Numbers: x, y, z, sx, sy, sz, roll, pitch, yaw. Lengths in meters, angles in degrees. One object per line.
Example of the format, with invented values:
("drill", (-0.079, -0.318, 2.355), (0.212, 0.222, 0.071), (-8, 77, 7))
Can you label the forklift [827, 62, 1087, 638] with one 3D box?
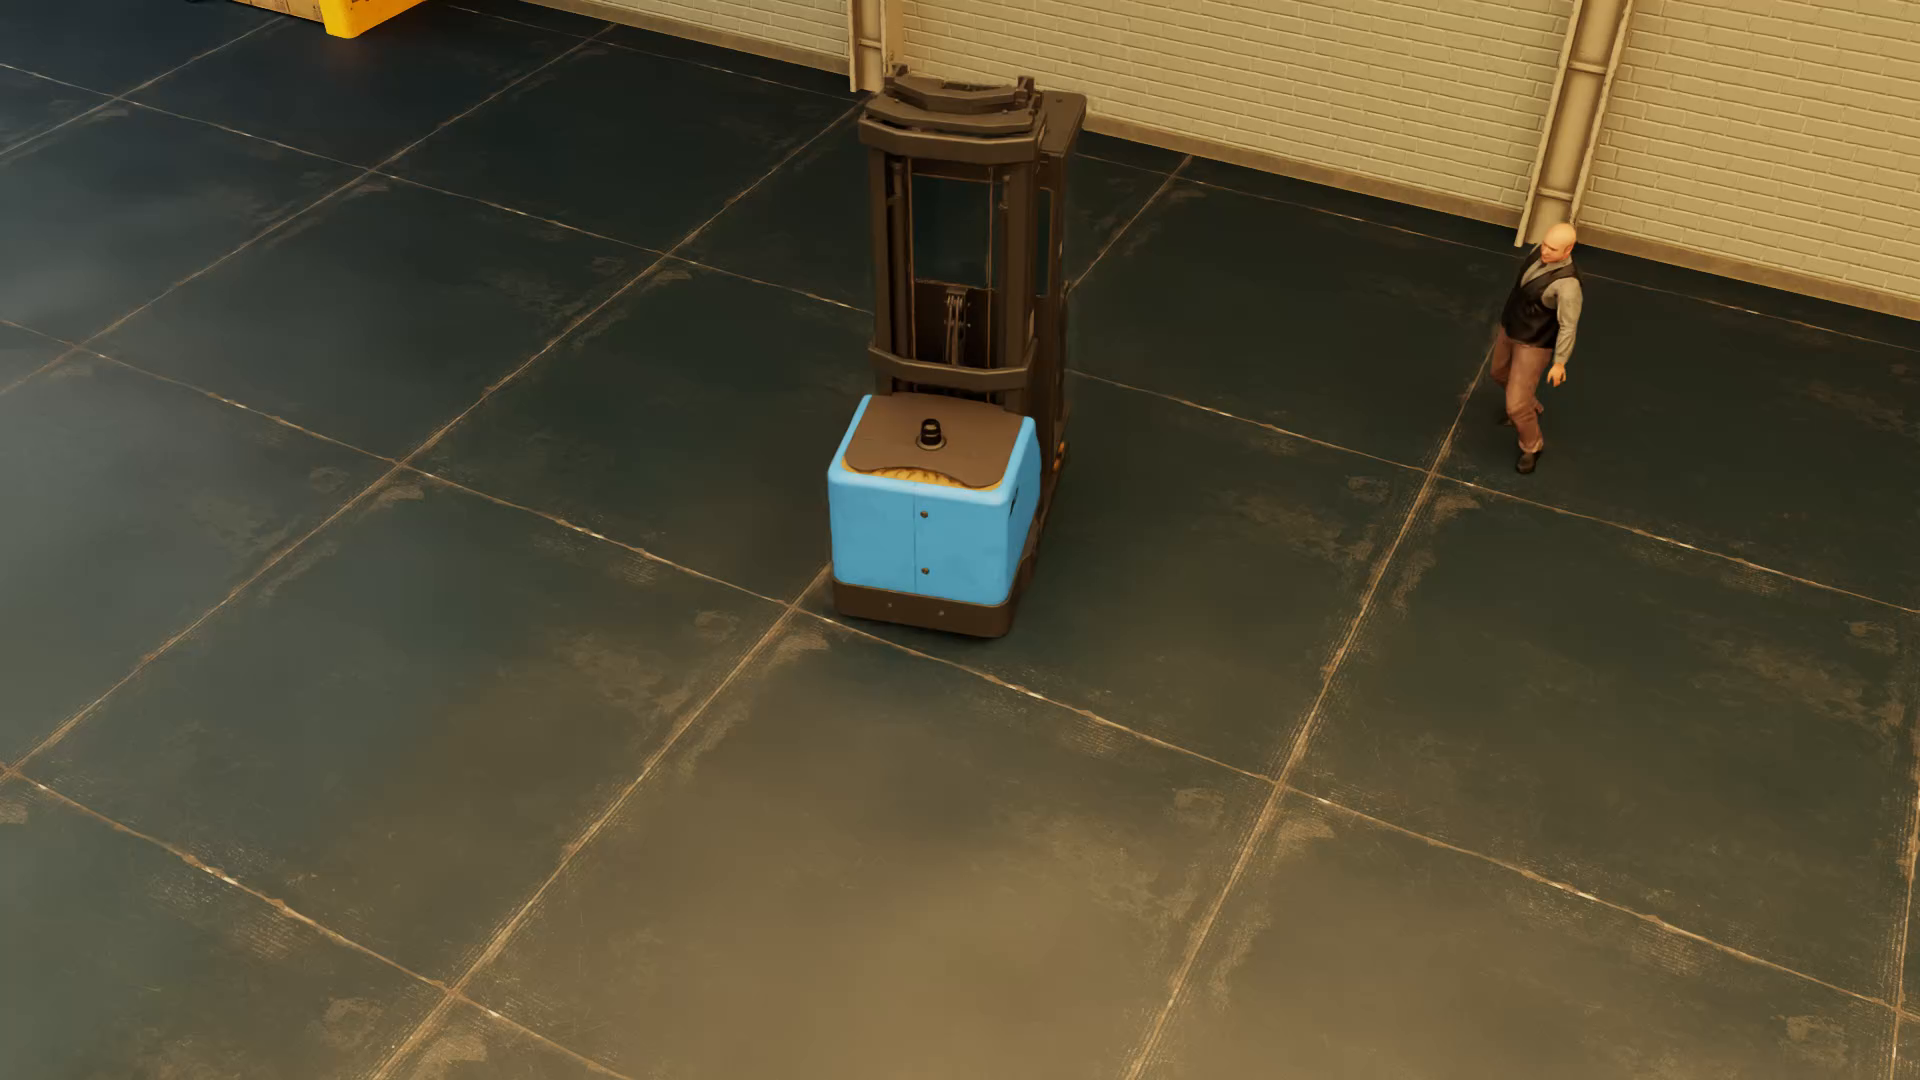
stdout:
("forklift", (0.090, -1.520, 9.791), (1.130, 2.935, 3.031), (8, 41, 10))

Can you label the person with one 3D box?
("person", (3.680, -1.318, 10.581), (0.483, 1.689, 0.873), (-3, 40, -4))
